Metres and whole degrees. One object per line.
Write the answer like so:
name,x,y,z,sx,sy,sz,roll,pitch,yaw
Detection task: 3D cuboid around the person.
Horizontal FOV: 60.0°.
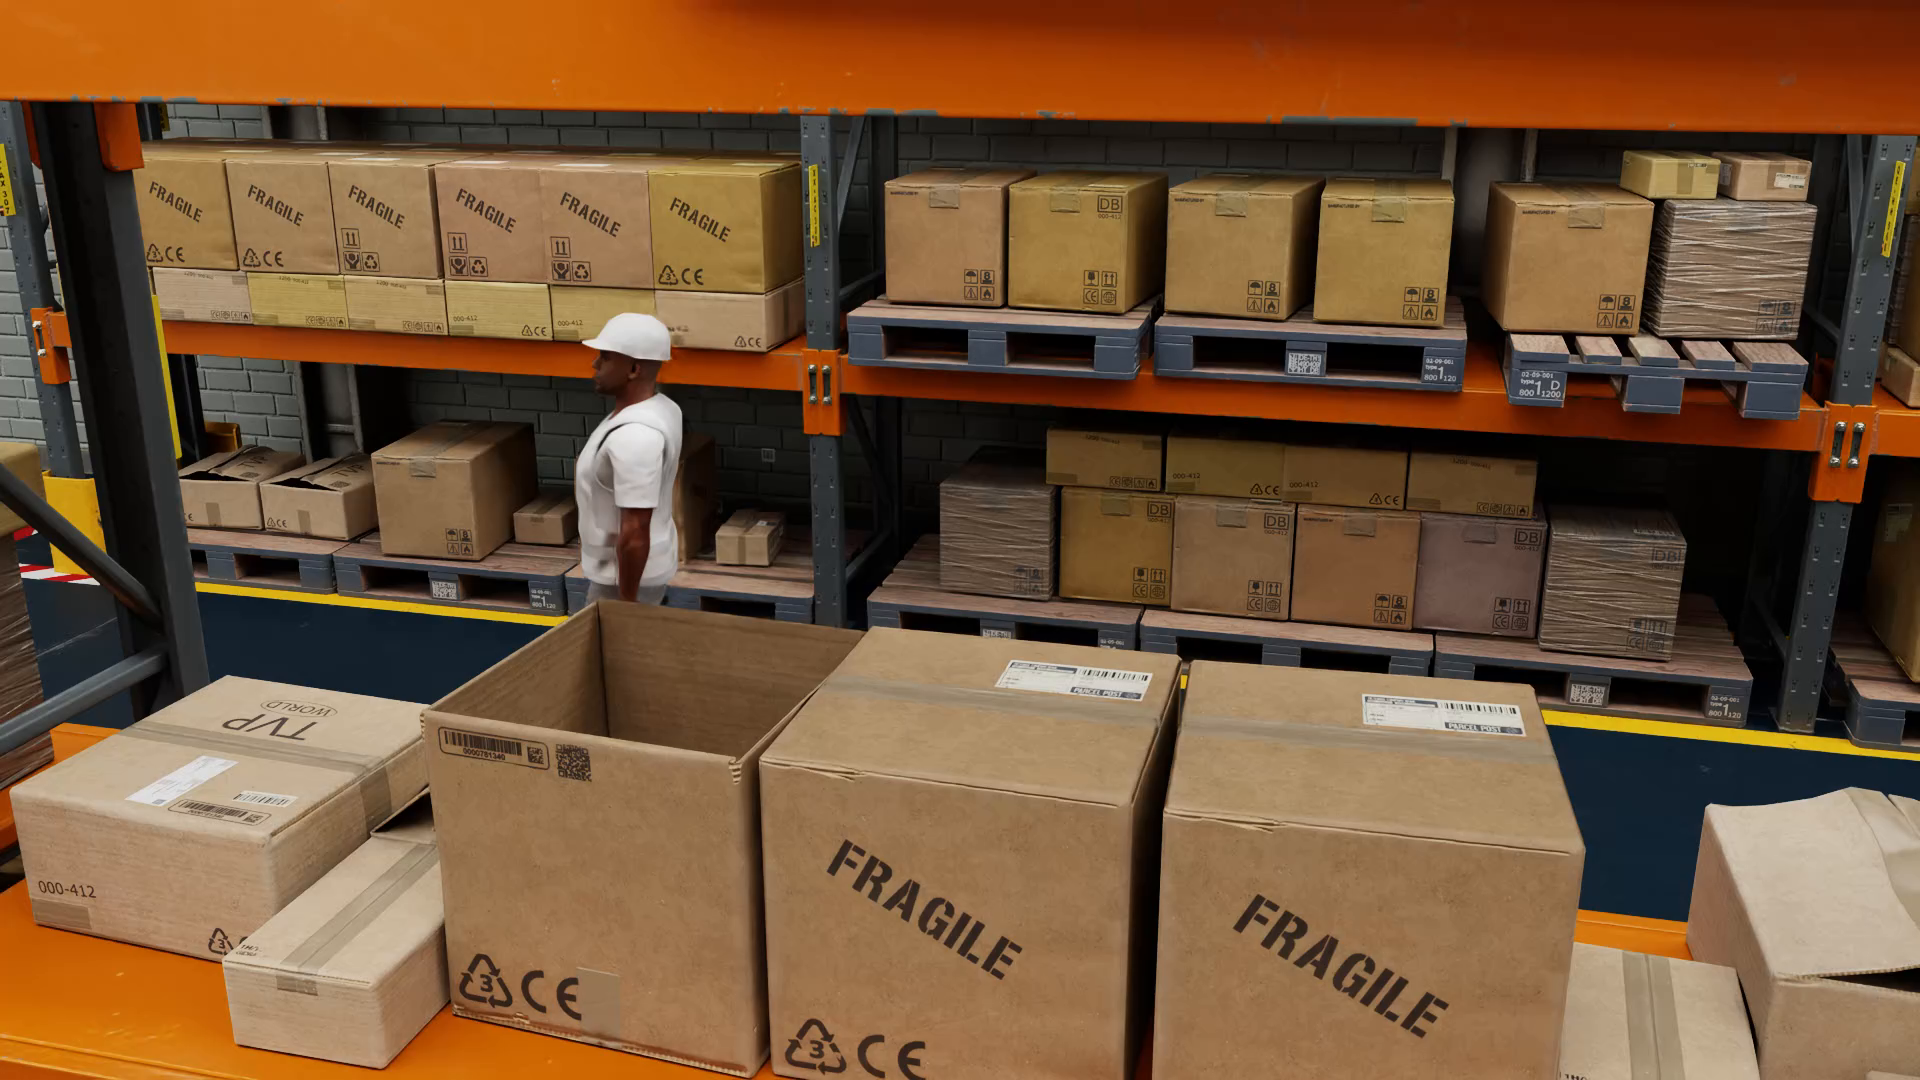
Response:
person,-1.091,0.099,5.671,0.686,1.748,0.588,-1,18,-3
